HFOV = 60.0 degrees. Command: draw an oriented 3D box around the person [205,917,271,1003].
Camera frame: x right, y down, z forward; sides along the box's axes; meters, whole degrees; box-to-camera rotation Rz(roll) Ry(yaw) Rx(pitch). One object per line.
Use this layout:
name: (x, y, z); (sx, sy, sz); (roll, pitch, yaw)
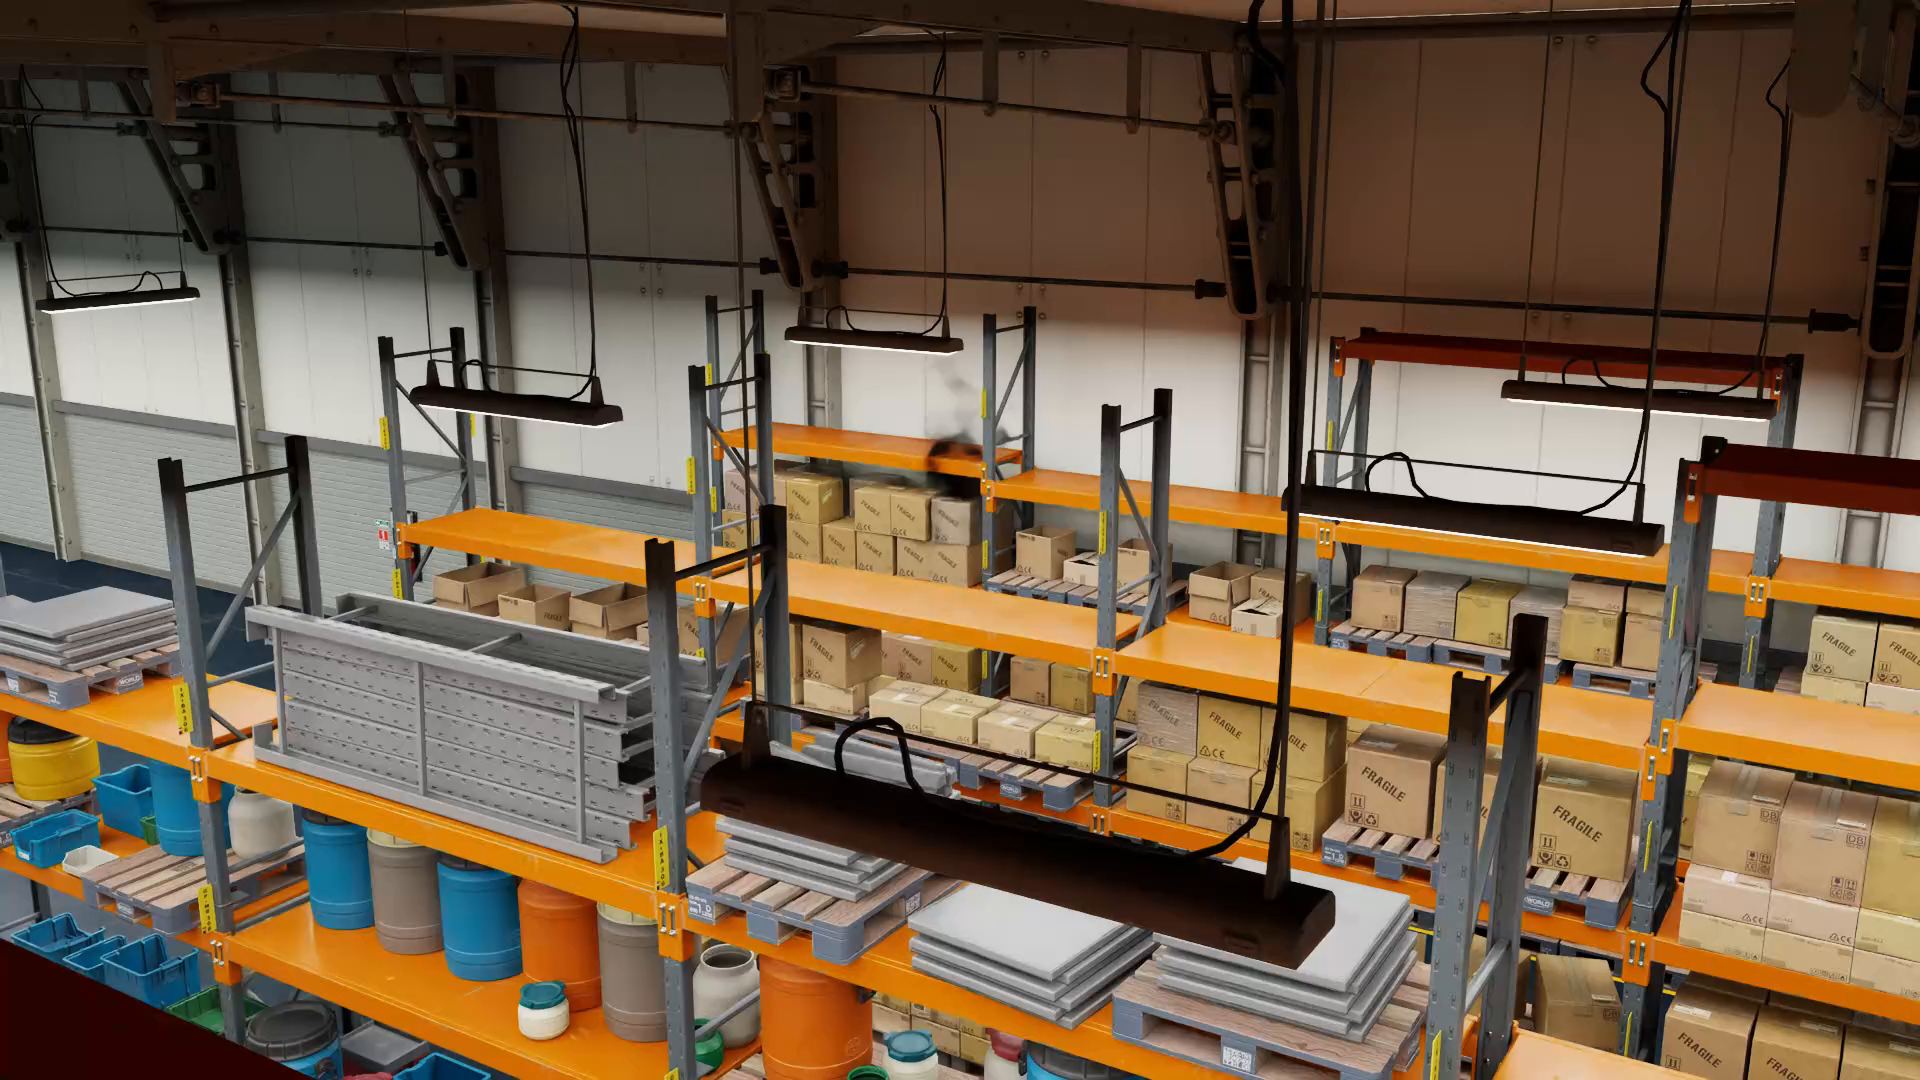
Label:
person: (-6.360, 3.774, 14.719); (0.540, 1.556, 0.531); (4, 14, 16)
